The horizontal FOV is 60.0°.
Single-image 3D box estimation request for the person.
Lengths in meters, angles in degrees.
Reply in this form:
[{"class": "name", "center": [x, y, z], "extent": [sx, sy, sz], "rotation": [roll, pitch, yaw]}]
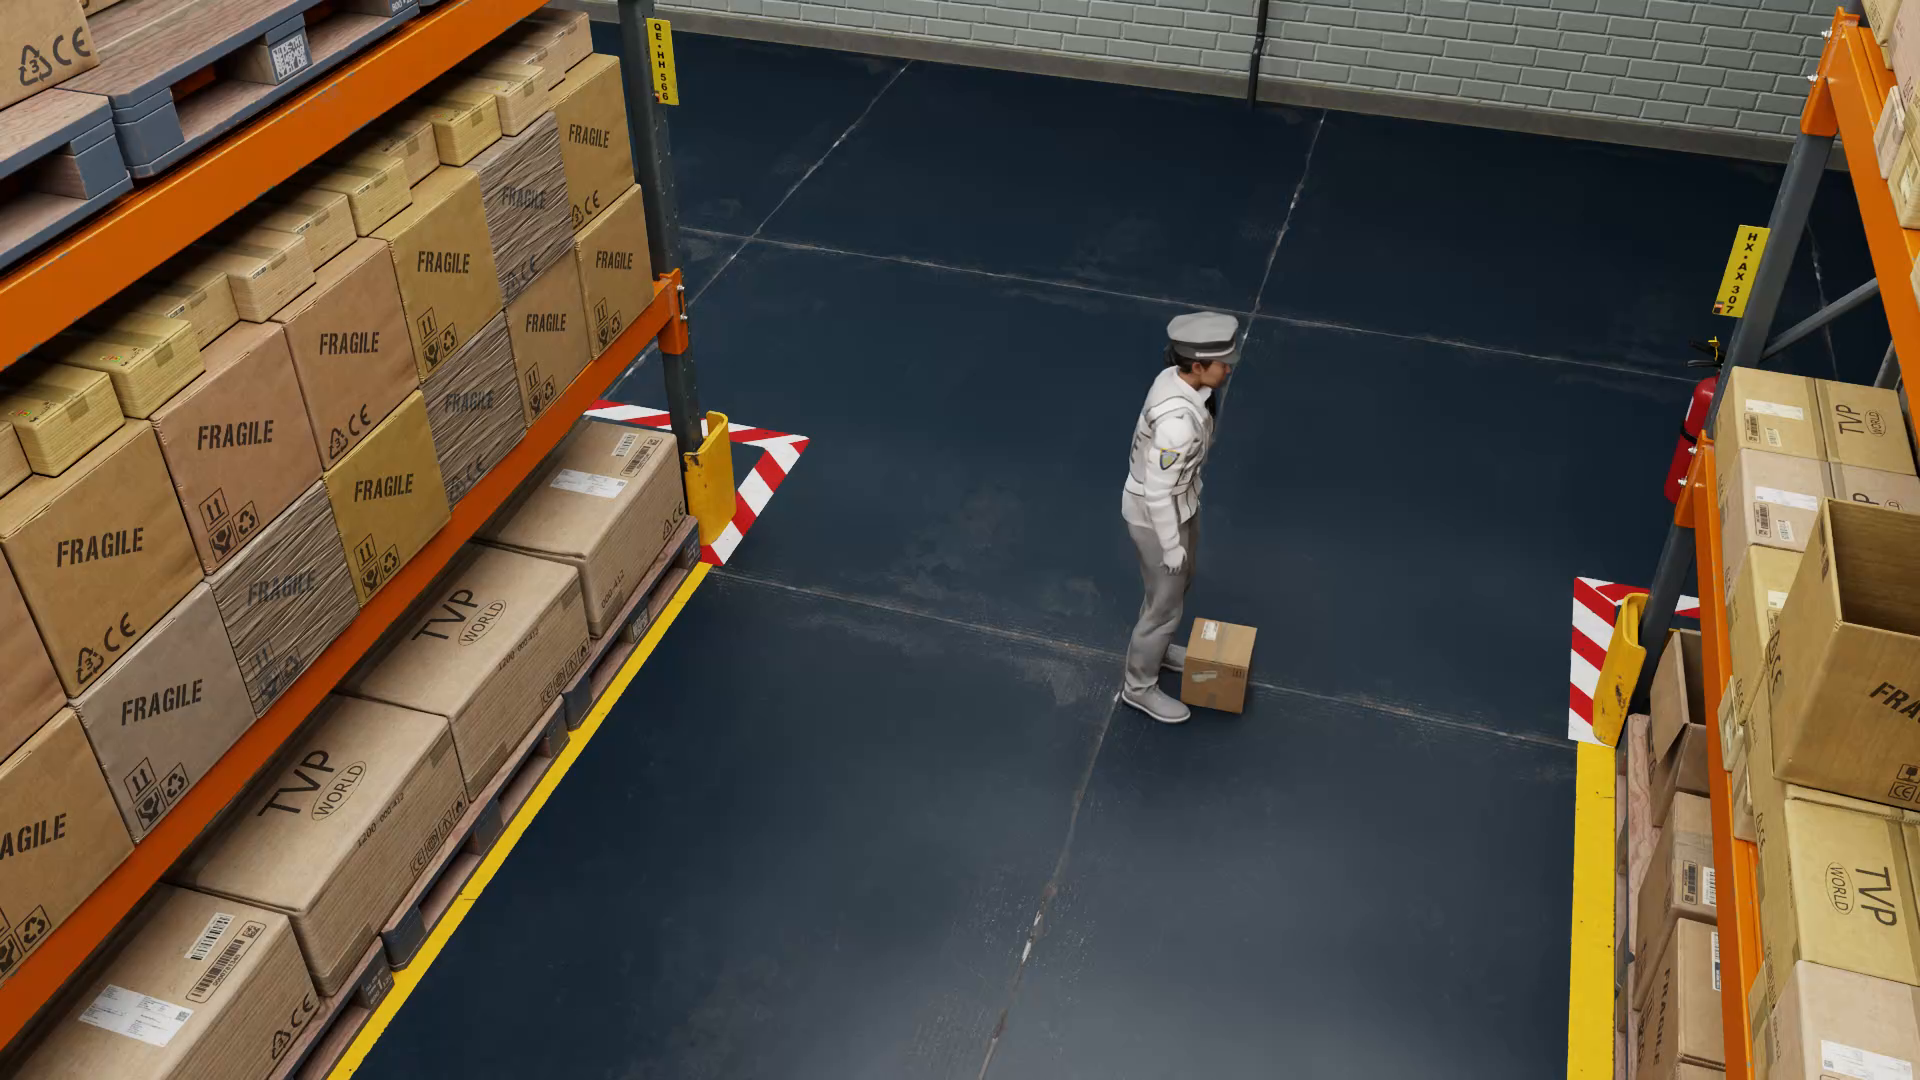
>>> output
[{"class": "person", "center": [0.798, -0.099, 6.277], "extent": [0.369, 1.663, 0.518], "rotation": [9, 38, 12]}]
